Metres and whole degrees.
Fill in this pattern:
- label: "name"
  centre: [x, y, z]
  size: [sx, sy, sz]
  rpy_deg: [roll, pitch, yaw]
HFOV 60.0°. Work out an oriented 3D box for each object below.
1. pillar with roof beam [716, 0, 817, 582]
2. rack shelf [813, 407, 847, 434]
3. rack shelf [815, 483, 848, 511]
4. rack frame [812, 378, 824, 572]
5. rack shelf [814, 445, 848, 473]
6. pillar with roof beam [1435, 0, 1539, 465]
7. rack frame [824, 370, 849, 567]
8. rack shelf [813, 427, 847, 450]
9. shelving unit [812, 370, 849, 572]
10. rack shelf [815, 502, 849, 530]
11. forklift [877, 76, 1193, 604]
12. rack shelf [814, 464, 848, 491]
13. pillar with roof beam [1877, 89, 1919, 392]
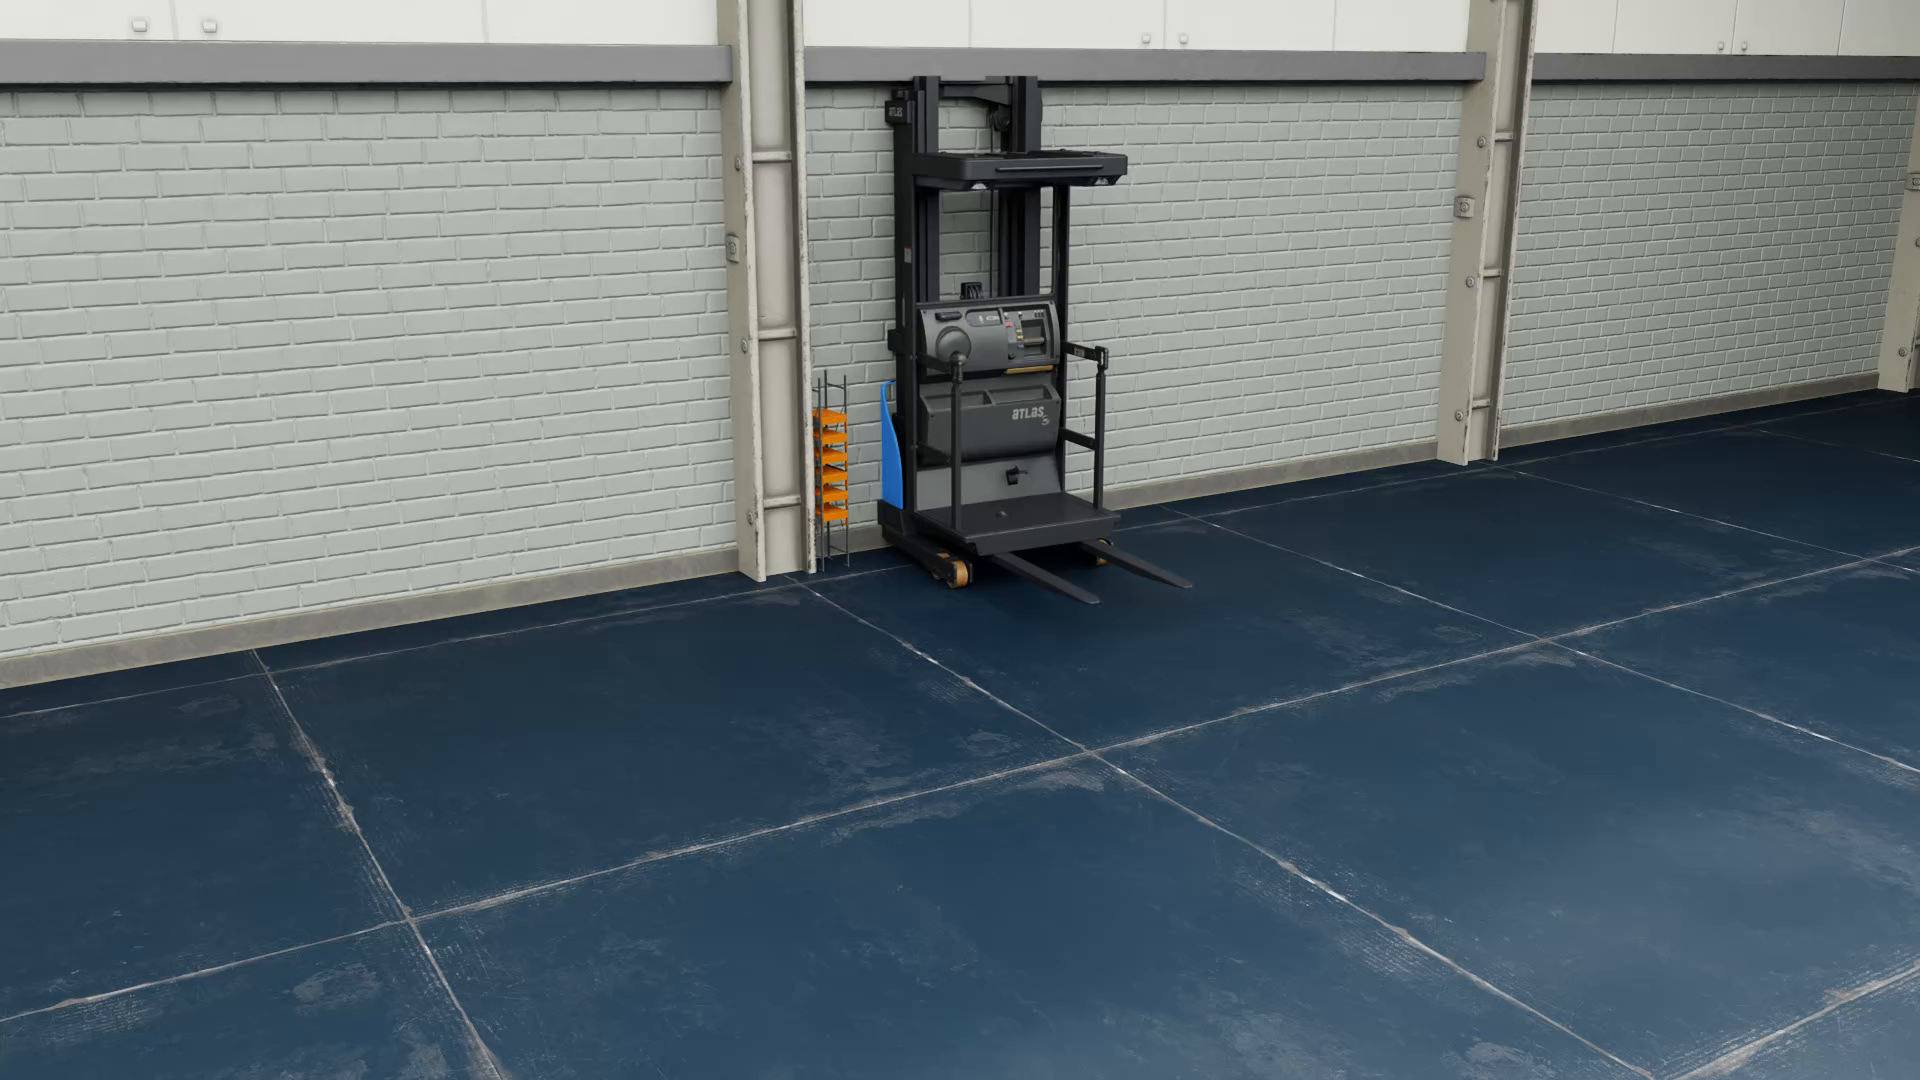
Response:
- label: "pillar with roof beam"
  centre: [1.091, -3.148, 5.467]
  size: [0.400, 9.000, 9.100]
  rpy_deg: [-9, 18, -30]
- label: "rack shelf"
  centre: [-0.832, -0.728, 10.112]
  size: [0.180, 0.103, 0.258]
  rpy_deg: [-11, 19, -35]
- label: "rack shelf"
  centre: [-0.833, -0.265, 10.240]
  size: [0.180, 0.103, 0.258]
  rpy_deg: [-11, 19, -35]
- label: "rack frame"
  centre: [-0.906, -0.409, 10.143]
  size: [0.006, 1.200, 0.240]
  rpy_deg: [-11, 19, -35]
- label: "rack shelf"
  centre: [-0.833, -0.496, 10.176]
  size: [0.180, 0.103, 0.258]
  rpy_deg: [-11, 19, -35]
- label: "pillar with roof beam"
  centre: [6.234, -3.982, 8.442]
  size: [0.400, 9.000, 9.100]
  rpy_deg: [-9, 18, -30]
- label: "rack frame"
  centre: [-0.760, -0.438, 10.249]
  size: [0.006, 1.200, 0.240]
  rpy_deg: [-11, 19, -35]
- label: "rack shelf"
  centre: [-0.832, -0.612, 10.144]
  size: [0.180, 0.103, 0.258]
  rpy_deg: [-11, 19, -35]
- label: "shelving unit"
  centre: [-0.833, -0.424, 10.196]
  size: [0.189, 1.200, 0.258]
  rpy_deg: [-11, 19, -35]
- label: "rack shelf"
  centre: [-0.834, -0.150, 10.272]
  size: [0.180, 0.103, 0.258]
  rpy_deg: [-11, 19, -35]
- label: "forklift"
  centre: [0.291, -1.262, 9.981]
  size: [1.130, 2.935, 3.031]
  rpy_deg: [-8, 18, -27]
- label: "rack shelf"
  centre: [-0.833, -0.381, 10.208]
  size: [0.180, 0.103, 0.258]
  rpy_deg: [-11, 19, -35]
- label: "pillar with roof beam"
  centre: [11.377, -4.816, 11.418]
  size: [0.400, 9.000, 9.100]
  rpy_deg: [-9, 18, -30]
